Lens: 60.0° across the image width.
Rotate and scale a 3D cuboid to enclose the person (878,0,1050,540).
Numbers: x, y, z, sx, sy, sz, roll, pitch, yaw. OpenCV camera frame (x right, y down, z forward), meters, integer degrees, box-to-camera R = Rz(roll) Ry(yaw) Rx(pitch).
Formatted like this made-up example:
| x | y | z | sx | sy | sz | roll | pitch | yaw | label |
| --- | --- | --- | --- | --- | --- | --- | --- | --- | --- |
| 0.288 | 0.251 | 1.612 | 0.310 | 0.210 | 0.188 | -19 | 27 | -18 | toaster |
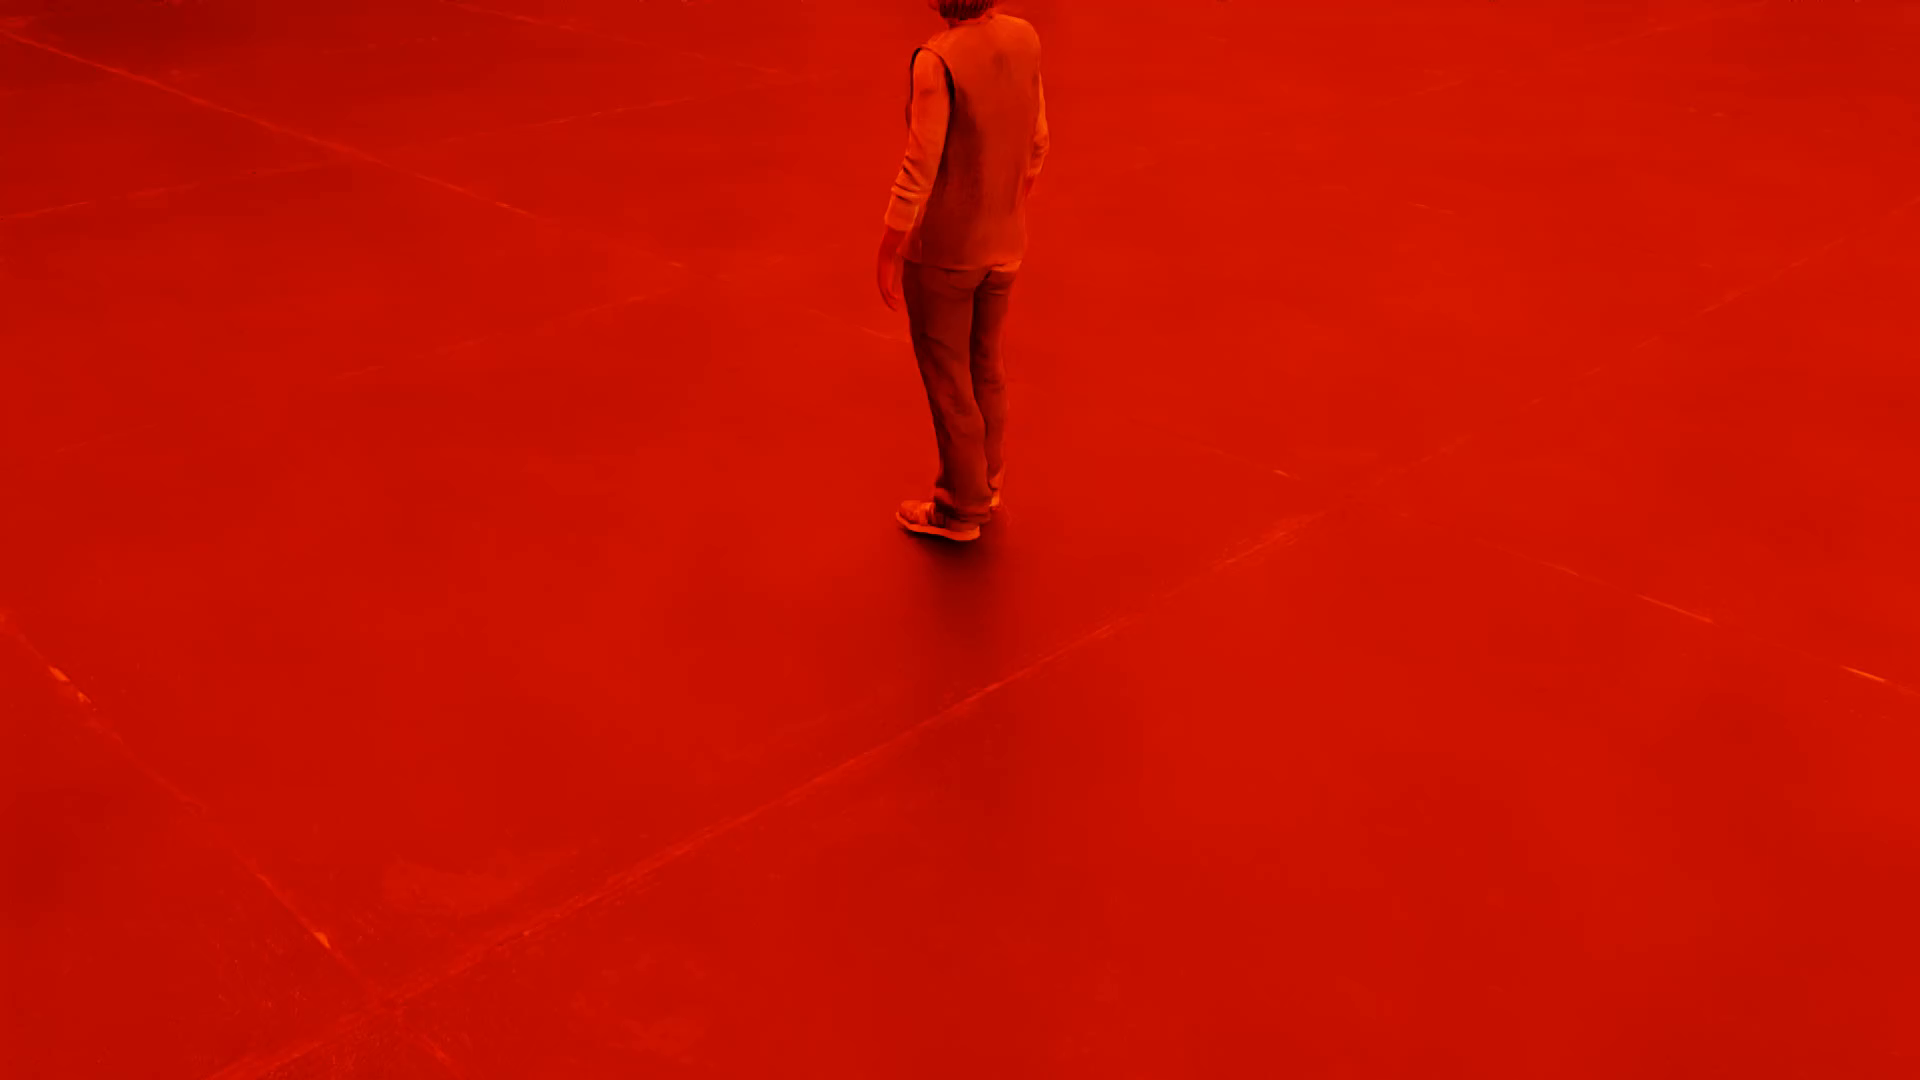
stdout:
| x | y | z | sx | sy | sz | roll | pitch | yaw | label |
| --- | --- | --- | --- | --- | --- | --- | --- | --- | --- |
| -0.042 | -0.751 | 4.244 | 0.521 | 1.597 | 0.474 | -24 | 35 | -39 | person |
